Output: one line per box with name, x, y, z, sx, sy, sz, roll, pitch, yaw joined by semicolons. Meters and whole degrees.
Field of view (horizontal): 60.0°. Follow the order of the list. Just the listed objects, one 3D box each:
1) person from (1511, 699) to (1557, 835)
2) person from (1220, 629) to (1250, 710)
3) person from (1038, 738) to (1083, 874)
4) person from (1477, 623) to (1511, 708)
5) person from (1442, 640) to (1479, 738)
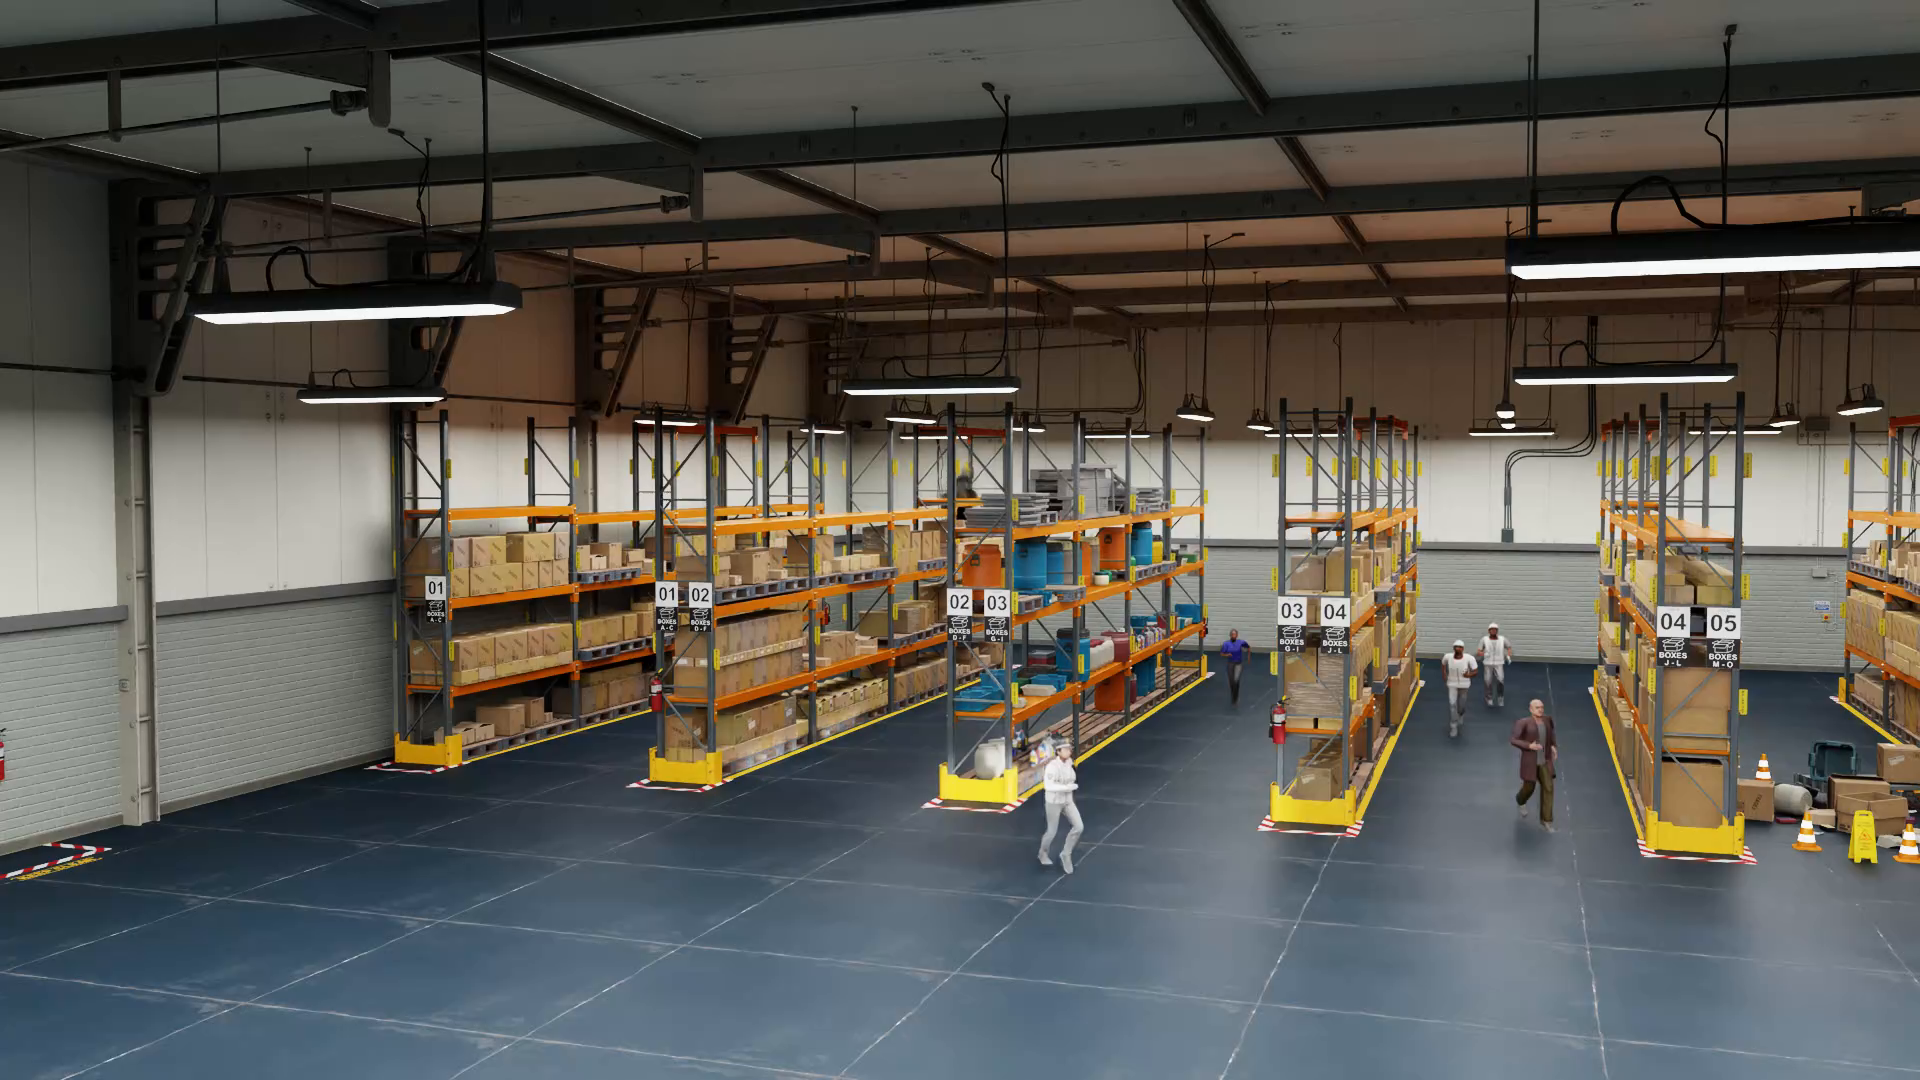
person;8.015;3.117;23.193;0.740;1.809;1.069;0;2;-7
person;5.768;2.693;34.846;0.599;1.686;0.834;1;3;15
person;1.241;3.273;20.628;0.640;1.688;0.795;-2;3;-38
person;11.159;2.626;34.744;0.697;1.767;0.672;1;3;17
person;9.452;2.780;31.437;0.661;1.797;1.100;1;3;14
